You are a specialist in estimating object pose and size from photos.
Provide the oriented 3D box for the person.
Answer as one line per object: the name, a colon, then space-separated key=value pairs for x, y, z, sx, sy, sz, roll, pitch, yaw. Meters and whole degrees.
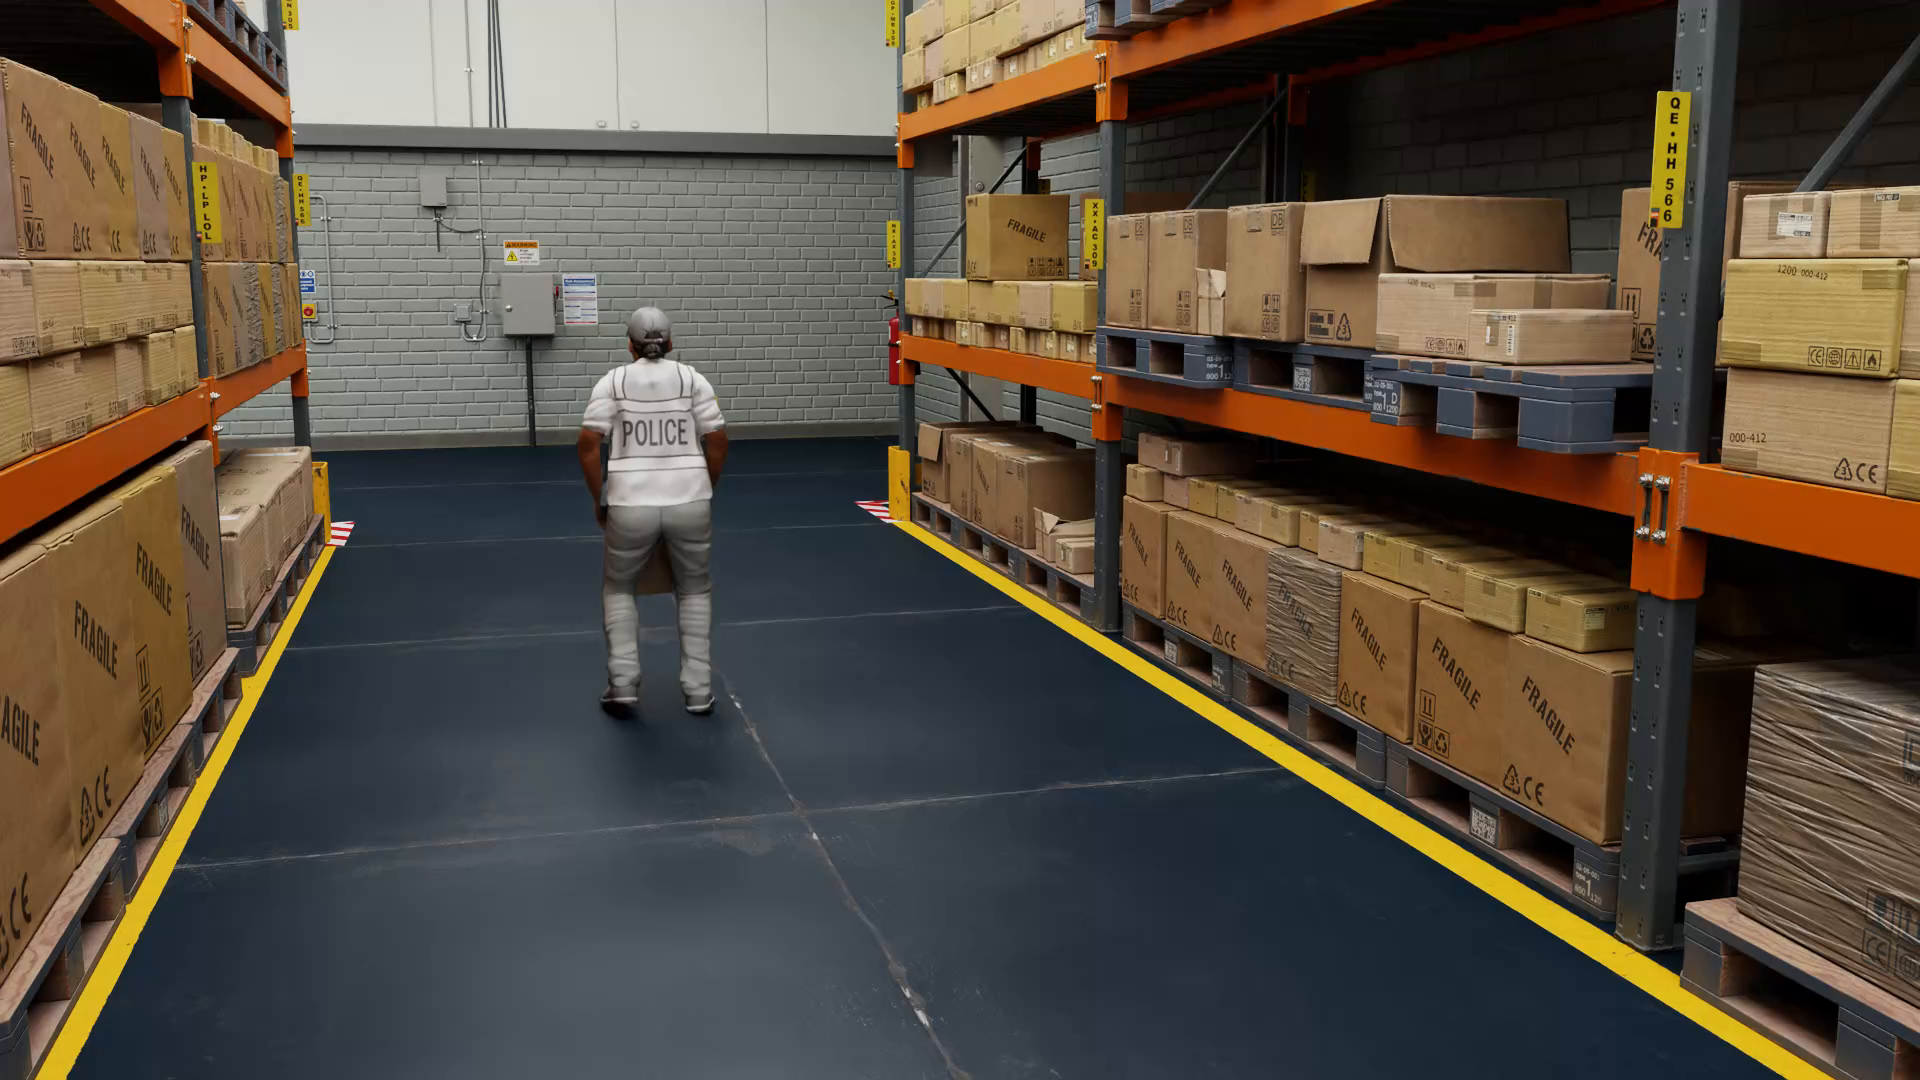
person: x=-1.240 y=-0.125 z=6.764 sx=0.602 sy=1.625 sz=0.492 roll=-2 pitch=10 yaw=-13
